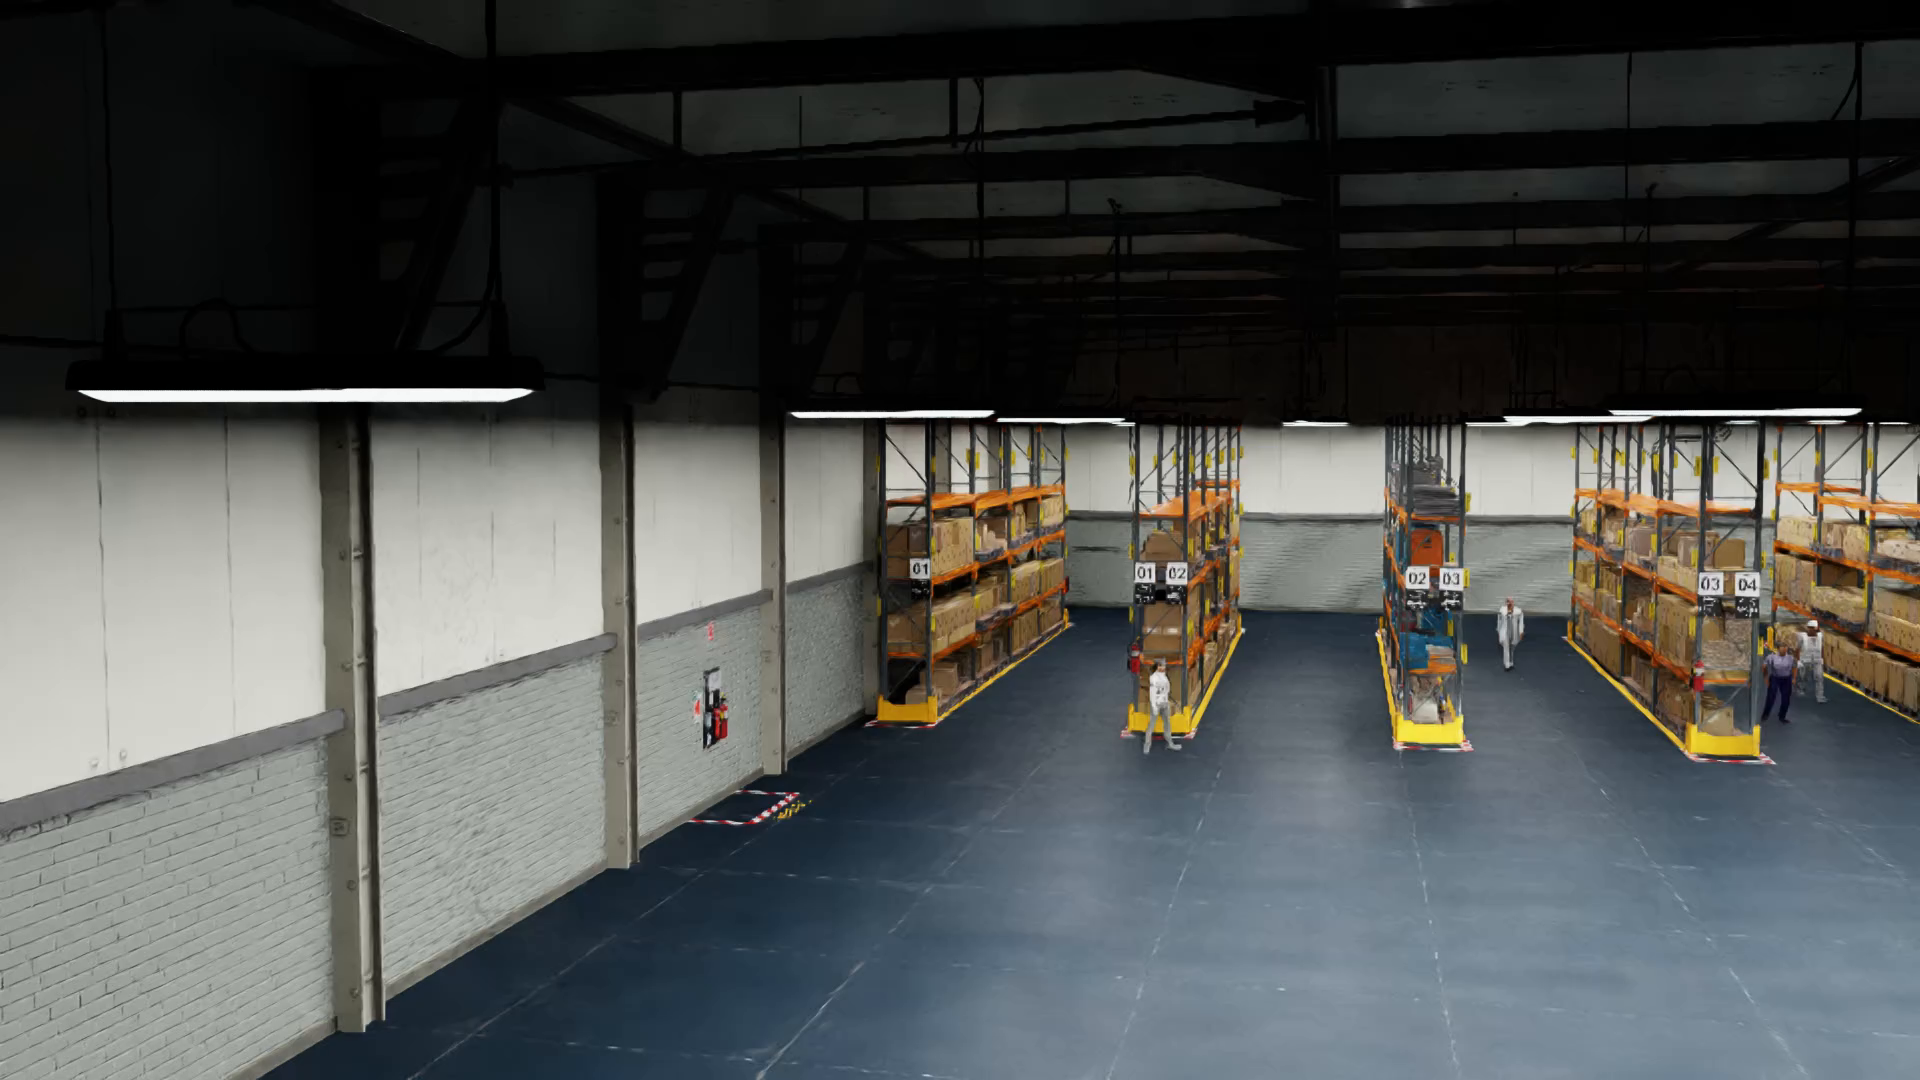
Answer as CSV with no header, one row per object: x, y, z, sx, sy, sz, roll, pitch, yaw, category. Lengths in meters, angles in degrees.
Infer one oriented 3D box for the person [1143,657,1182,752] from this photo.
3.547,2.887,29.367,0.514,1.676,0.664,4,5,44,person

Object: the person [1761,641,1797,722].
15.913,2.748,32.307,0.625,1.596,0.510,1,4,11,person

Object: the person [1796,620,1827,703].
17.791,2.505,34.774,0.566,1.706,1.122,1,4,15,person

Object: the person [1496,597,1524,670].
13.026,2.196,39.349,0.603,1.725,1.110,1,4,12,person
